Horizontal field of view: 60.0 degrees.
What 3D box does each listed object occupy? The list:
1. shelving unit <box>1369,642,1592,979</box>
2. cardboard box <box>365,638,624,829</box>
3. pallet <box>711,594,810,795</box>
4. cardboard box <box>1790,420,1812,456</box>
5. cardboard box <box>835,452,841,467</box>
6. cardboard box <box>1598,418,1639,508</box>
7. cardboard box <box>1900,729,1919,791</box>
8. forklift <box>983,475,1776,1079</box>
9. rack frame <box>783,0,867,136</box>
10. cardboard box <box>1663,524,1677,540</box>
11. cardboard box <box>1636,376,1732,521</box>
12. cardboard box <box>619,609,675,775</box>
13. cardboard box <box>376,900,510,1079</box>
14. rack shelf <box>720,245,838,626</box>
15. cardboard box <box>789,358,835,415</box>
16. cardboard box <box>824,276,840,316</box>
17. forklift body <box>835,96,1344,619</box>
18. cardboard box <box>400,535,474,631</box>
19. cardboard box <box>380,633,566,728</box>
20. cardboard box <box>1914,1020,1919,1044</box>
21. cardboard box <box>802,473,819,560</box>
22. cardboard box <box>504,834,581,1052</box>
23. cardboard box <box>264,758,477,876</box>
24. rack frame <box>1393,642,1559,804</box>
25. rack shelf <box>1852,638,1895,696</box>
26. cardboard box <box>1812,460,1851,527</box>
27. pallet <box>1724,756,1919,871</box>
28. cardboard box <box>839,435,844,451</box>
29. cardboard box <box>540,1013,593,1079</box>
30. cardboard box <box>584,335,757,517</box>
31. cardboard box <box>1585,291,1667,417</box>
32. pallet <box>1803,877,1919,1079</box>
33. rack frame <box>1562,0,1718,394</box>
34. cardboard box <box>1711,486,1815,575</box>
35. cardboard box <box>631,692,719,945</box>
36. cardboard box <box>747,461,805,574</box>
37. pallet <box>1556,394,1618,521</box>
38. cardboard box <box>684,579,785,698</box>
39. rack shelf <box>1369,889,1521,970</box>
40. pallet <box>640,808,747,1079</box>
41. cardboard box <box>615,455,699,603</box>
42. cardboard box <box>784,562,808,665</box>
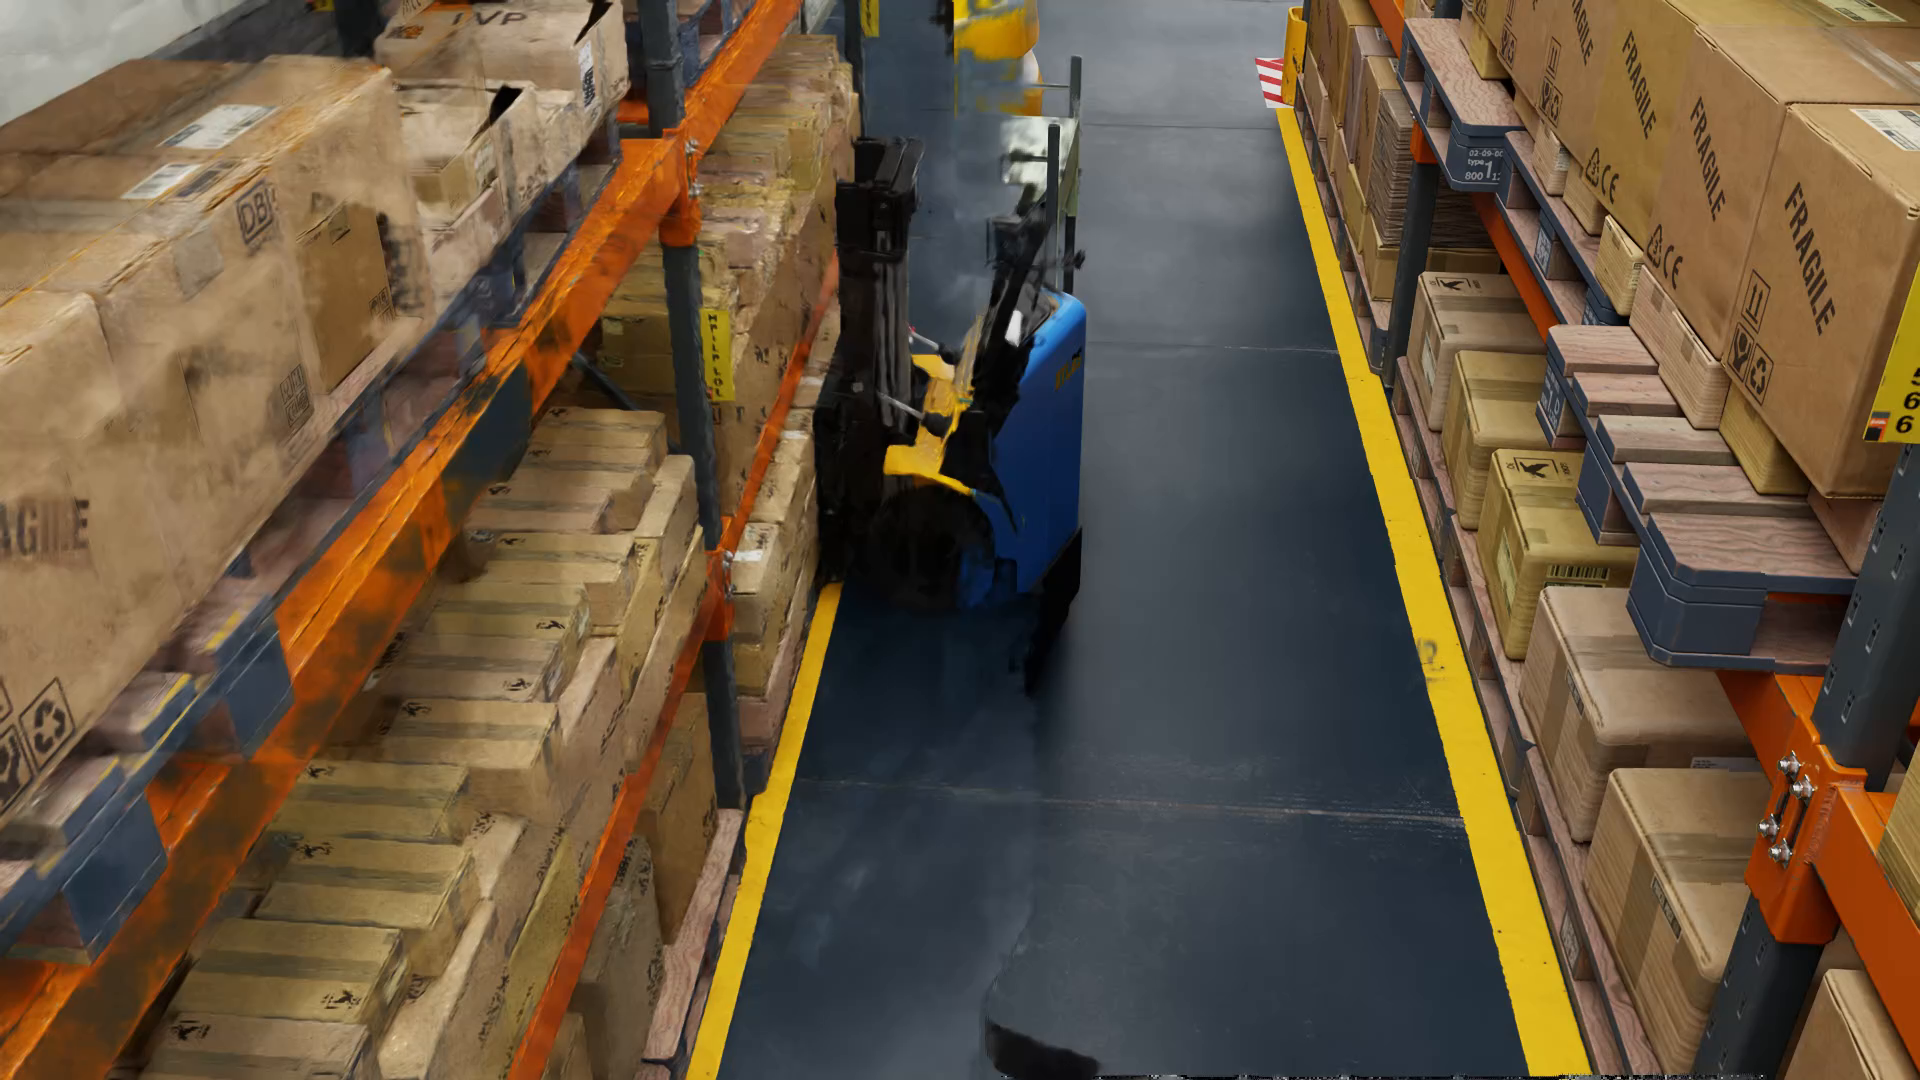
[{"bbox_3d":[0.153,-0.782,5.589,0.431,1.500,0.755,5,32,7],"label":"shelving unit"},{"bbox_3d":[-2.592,-1.449,4.909,0.500,0.250,0.500,3,32,5],"label":"cardboard box"},{"bbox_3d":[-2.618,-1.331,7.709,1.003,0.211,1.213,2,32,4],"label":"pallet"},{"bbox_3d":[2.092,-2.362,6.963,0.380,0.149,0.250,2,32,3],"label":"cardboard box"},{"bbox_3d":[-2.242,-2.151,8.603,0.500,0.250,0.500,3,32,6],"label":"cardboard box"},{"bbox_3d":[2.158,-2.317,8.872,0.500,0.250,0.500,4,32,6],"label":"cardboard box"},{"bbox_3d":[2.540,-1.199,7.058,0.500,0.250,0.500,1,32,2],"label":"cardboard box"},{"bbox_3d":[-0.676,-0.460,3.702,1.130,2.935,3.031,13,34,20],"label":"forklift"},{"bbox_3d":[-2.399,-4.196,9.699,1.000,3.000,0.127,2,32,4],"label":"rack frame"},{"bbox_3d":[2.083,-1.768,7.980,0.500,0.250,0.500,3,32,5],"label":"cardboard box"},{"bbox_3d":[2.119,-2.355,8.219,0.500,0.500,0.500,3,32,5],"label":"cardboard box"},{"bbox_3d":[-2.540,-1.503,5.472,0.500,0.250,0.500,2,32,4],"label":"cardboard box"},{"bbox_3d":[-2.668,-0.918,4.047,0.500,0.250,0.500,2,32,3],"label":"cardboard box"},{"bbox_3d":[-2.562,-2.844,8.191,1.077,0.370,4.000,2,32,4],"label":"rack shelf"},{"bbox_3d":[-2.241,-2.579,8.344,0.500,0.250,0.500,2,32,3],"label":"cardboard box"},{"bbox_3d":[-2.161,-3.108,9.202,0.500,0.250,0.500,3,32,5],"label":"cardboard box"},{"bbox_3d":[-0.735,-2.765,8.187,2.313,2.155,1.214,2,32,4],"label":"forklift body"},{"bbox_3d":[-3.072,-1.736,5.375,0.500,0.250,0.500,2,32,3],"label":"cardboard box"},{"bbox_3d":[-2.606,-1.565,4.717,0.380,0.149,0.250,3,32,4],"label":"cardboard box"},{"bbox_3d":[2.128,-0.304,5.488,0.950,0.372,0.625,4,32,7],"label":"cardboard box"},{"bbox_3d":[-2.286,-2.091,8.028,0.500,0.250,0.500,2,32,4],"label":"cardboard box"},{"bbox_3d":[-2.646,-0.974,4.614,0.500,0.250,0.500,3,32,6],"label":"cardboard box"},{"bbox_3d":[-2.711,-1.301,4.288,0.380,0.149,0.250,2,32,4],"label":"cardboard box"},{"bbox_3d":[0.208,-0.971,5.897,0.400,1.500,0.023,5,32,7],"label":"rack frame"},{"bbox_3d":[2.060,-0.542,4.456,1.077,0.370,4.000,2,32,4],"label":"rack shelf"},{"bbox_3d":[1.959,-2.099,6.536,0.380,0.149,0.250,3,32,5],"label":"cardboard box"},{"bbox_3d":[2.242,-1.060,7.268,1.003,0.211,1.213,2,32,4],"label":"pallet"},{"bbox_3d":[-2.200,-2.616,8.880,0.500,0.250,0.500,2,32,3],"label":"cardboard box"},{"bbox_3d":[-2.886,-0.200,5.079,0.875,0.625,0.625,1,32,2],"label":"cardboard box"},{"bbox_3d":[-2.428,-2.368,6.638,0.500,0.500,0.500,2,32,3],"label":"cardboard box"},{"bbox_3d":[2.206,-2.891,9.088,0.500,0.500,0.500,1,32,2],"label":"cardboard box"},{"bbox_3d":[2.161,-0.300,6.035,1.003,0.211,1.213,2,32,4],"label":"pallet"},{"bbox_3d":[2.549,-3.986,9.359,1.000,3.000,0.127,2,32,4],"label":"rack frame"},{"bbox_3d":[2.043,-1.809,7.331,0.500,0.500,0.500,3,32,5],"label":"cardboard box"},{"bbox_3d":[-2.756,-0.999,6.375,0.875,0.625,0.625,4,32,6],"label":"cardboard box"},{"bbox_3d":[-2.321,-2.045,7.476,0.500,0.250,0.500,3,32,4],"label":"cardboard box"},{"bbox_3d":[2.441,-2.336,9.339,1.003,0.211,1.213,2,32,4],"label":"pallet"},{"bbox_3d":[-2.377,-1.565,7.175,0.500,0.250,0.500,2,32,4],"label":"cardboard box"},{"bbox_3d":[0.153,-0.504,5.760,0.431,0.370,0.720,5,32,7],"label":"rack shelf"},{"bbox_3d":[-2.746,-0.530,6.409,1.003,0.211,1.213,2,32,4],"label":"pallet"},{"bbox_3d":[-2.510,-1.986,5.779,0.500,0.250,0.500,2,32,3],"label":"cardboard box"},{"bbox_3d":[-2.329,-1.617,7.736,0.500,0.250,0.500,2,32,3],"label":"cardboard box"}]
